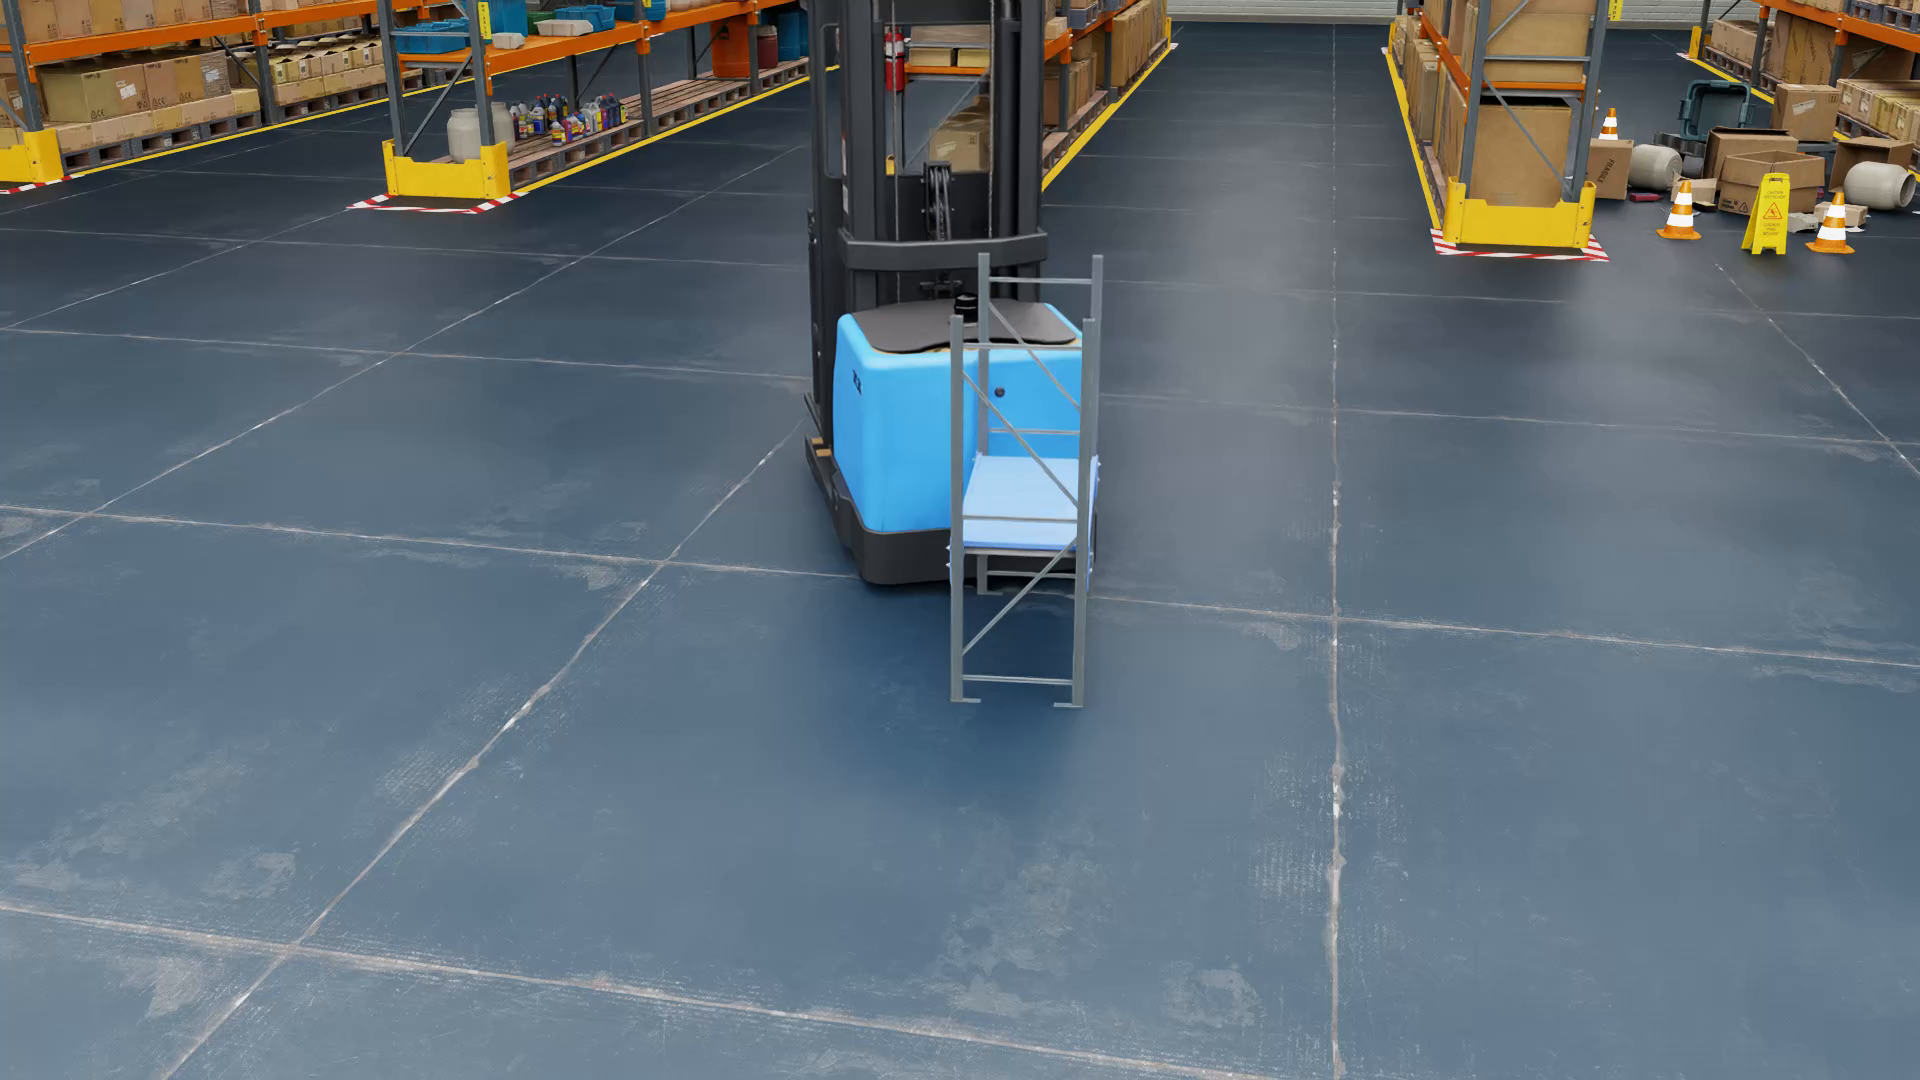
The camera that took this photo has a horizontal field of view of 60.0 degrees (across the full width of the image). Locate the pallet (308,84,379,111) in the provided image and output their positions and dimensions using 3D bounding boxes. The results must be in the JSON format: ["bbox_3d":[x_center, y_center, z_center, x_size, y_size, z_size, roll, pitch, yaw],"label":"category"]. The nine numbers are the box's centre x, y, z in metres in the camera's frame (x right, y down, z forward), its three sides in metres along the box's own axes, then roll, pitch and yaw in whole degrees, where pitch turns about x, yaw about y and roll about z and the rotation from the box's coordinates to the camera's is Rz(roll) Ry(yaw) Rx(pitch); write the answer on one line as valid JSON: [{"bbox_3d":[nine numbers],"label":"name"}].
[{"bbox_3d":[-8.627,-6.009,22.491,1.003,0.211,1.213,4,22,11],"label":"pallet"}]

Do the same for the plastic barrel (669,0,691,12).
[{"bbox_3d":[-3.578,-6.868,20.710,0.433,0.535,0.433,0,22,0],"label":"plastic barrel"}]

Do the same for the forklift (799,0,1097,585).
[{"bbox_3d":[-0.203,-1.686,8.117,1.130,2.935,3.031,-5,22,-11],"label":"forklift"}]

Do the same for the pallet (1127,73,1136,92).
[{"bbox_3d":[2.013,-6.723,24.264,1.003,0.211,1.213,4,22,11],"label":"pallet"}]

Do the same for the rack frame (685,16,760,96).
[{"bbox_3d":[-3.321,-7.666,22.874,1.000,3.000,0.127,4,22,11],"label":"rack frame"}]

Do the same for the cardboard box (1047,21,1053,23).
[{"bbox_3d":[0.785,-5.431,17.659,0.380,0.149,0.250,4,22,11],"label":"cardboard box"}]

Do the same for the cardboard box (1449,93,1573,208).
[{"bbox_3d":[4.804,-3.410,14.588,0.875,0.875,0.875,5,22,11],"label":"cardboard box"}]

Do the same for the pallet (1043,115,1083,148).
[{"bbox_3d":[0.869,-4.817,19.532,1.003,0.211,1.213,4,22,11],"label":"pallet"}]

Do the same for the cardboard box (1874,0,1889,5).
[{"bbox_3d":[10.713,-6.211,19.033,0.380,0.149,0.250,5,22,11],"label":"cardboard box"}]

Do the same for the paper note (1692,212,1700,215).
[{"bbox_3d":[6.704,-2.999,15.261,0.144,0.017,0.142,13,25,29],"label":"paper note"}]

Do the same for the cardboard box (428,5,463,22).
[{"bbox_3d":[-7.997,-8.193,25.935,0.500,0.250,0.500,4,22,10],"label":"cardboard box"}]

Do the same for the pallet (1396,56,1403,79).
[{"bbox_3d":[7.281,-7.292,25.676,1.003,0.211,1.213,4,22,11],"label":"pallet"}]

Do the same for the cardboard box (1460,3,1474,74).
[{"bbox_3d":[4.852,-4.360,14.462,0.875,0.550,0.550,4,22,11],"label":"cardboard box"}]

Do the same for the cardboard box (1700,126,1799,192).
[{"bbox_3d":[7.659,-3.691,16.162,0.797,0.637,0.503,4,22,11],"label":"cardboard box"}]

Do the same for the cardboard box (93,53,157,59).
[{"bbox_3d":[-9.591,-5.338,19.208,0.500,0.500,0.500,4,22,11],"label":"cardboard box"}]

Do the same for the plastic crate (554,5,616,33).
[{"bbox_3d":[-4.098,-5.709,18.213,0.499,0.251,0.616,4,22,11],"label":"plastic crate"}]

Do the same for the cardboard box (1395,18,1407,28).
[{"bbox_3d":[7.440,-8.590,27.625,0.380,0.149,0.250,4,22,11],"label":"cardboard box"}]

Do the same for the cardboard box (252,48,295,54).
[{"bbox_3d":[-8.980,-6.305,21.862,0.500,0.311,0.500,4,22,11],"label":"cardboard box"}]

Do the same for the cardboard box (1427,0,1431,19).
[{"bbox_3d":[5.802,-6.406,19.611,0.500,0.500,0.500,4,22,11],"label":"cardboard box"}]

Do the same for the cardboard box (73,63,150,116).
[{"bbox_3d":[-9.285,-4.933,18.201,0.500,0.500,0.500,4,22,11],"label":"cardboard box"}]

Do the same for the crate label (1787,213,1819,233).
[{"bbox_3d":[7.365,-2.788,14.593,0.250,0.136,0.298,-7,23,-17],"label":"crate label"}]

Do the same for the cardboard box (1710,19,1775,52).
[{"bbox_3d":[12.825,-8.217,27.107,0.875,0.438,0.875,4,22,9],"label":"cardboard box"}]

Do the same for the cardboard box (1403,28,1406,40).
[{"bbox_3d":[7.053,-7.823,25.721,0.380,0.149,0.250,4,22,10],"label":"cardboard box"}]

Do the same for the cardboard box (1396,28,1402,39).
[{"bbox_3d":[7.404,-8.360,27.453,0.380,0.149,0.250,5,23,13],"label":"cardboard box"}]

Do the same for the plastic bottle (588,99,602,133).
[{"bbox_3d":[-4.092,-4.733,18.548,0.144,0.351,0.185,4,22,11],"label":"plastic bottle"}]

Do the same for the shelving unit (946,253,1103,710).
[{"bbox_3d":[0.270,-0.261,6.494,0.538,1.500,1.048,2,22,6],"label":"shelving unit"}]

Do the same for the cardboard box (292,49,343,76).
[{"bbox_3d":[-8.446,-6.266,21.765,0.500,0.311,0.500,4,22,9],"label":"cardboard box"}]

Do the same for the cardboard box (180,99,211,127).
[{"bbox_3d":[-9.066,-4.950,19.246,0.500,0.250,0.500,4,22,11],"label":"cardboard box"}]

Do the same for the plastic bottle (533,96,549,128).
[{"bbox_3d":[-4.747,-4.846,18.829,0.144,0.351,0.185,4,22,9],"label":"plastic bottle"}]

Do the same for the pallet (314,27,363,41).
[{"bbox_3d":[-11.725,-9.311,30.689,1.003,0.211,1.213,4,22,11],"label":"pallet"}]

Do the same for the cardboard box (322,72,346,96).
[{"bbox_3d":[-8.452,-6.007,21.872,0.500,0.250,0.500,4,22,9],"label":"cardboard box"}]

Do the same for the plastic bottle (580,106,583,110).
[{"bbox_3d":[-4.197,-4.700,18.556,0.061,0.283,0.133,4,22,11],"label":"plastic bottle"}]

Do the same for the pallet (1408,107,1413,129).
[{"bbox_3d":[6.128,-5.298,20.725,1.003,0.211,1.213,4,22,11],"label":"pallet"}]

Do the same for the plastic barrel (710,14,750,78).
[{"bbox_3d":[-3.238,-7.035,23.649,0.600,0.830,0.708,4,22,11],"label":"plastic barrel"}]

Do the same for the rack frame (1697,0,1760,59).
[{"bbox_3d":[12.861,-9.459,27.325,1.000,3.000,0.127,4,22,11],"label":"rack frame"}]

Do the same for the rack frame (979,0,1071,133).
[{"bbox_3d":[0.711,-5.826,18.304,1.000,3.000,0.127,4,22,11],"label":"rack frame"}]

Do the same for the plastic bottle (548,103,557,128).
[{"bbox_3d":[-4.620,-4.816,18.860,0.097,0.271,0.097,0,22,0],"label":"plastic bottle"}]

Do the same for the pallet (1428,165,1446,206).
[{"bbox_3d":[5.068,-3.398,16.008,1.003,0.211,1.213,4,22,11],"label":"pallet"}]

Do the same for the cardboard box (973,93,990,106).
[{"bbox_3d":[0.481,-4.508,17.816,0.500,0.500,0.500,12,25,28],"label":"cardboard box"}]

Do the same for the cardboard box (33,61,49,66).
[{"bbox_3d":[-13.408,-6.836,23.568,0.700,0.500,0.500,4,22,11],"label":"cardboard box"}]

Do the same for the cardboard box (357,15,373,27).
[{"bbox_3d":[-11.534,-9.936,31.293,0.700,0.500,0.500,4,22,11],"label":"cardboard box"}]

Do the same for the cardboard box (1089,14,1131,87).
[{"bbox_3d":[1.689,-6.749,22.878,1.225,0.875,0.875,3,22,8],"label":"cardboard box"}]

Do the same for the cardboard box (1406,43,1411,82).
[{"bbox_3d":[6.442,-6.554,22.896,0.500,0.500,0.500,3,22,9],"label":"cardboard box"}]

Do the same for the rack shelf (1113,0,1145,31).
[{"bbox_3d":[1.936,-7.687,23.887,1.077,0.370,4.000,4,22,11],"label":"rack shelf"}]

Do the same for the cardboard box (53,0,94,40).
[{"bbox_3d":[-9.592,-5.528,17.431,0.700,0.500,0.500,5,22,12],"label":"cardboard box"}]

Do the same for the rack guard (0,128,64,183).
[{"bbox_3d":[-9.807,-3.951,16.996,1.175,0.500,0.348,4,22,11],"label":"rack guard"}]

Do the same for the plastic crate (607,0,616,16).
[{"bbox_3d":[-4.338,-6.434,19.727,0.402,0.464,0.583,4,22,11],"label":"plastic crate"}]

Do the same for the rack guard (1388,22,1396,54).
[{"bbox_3d":[7.979,-8.612,28.569,1.175,0.500,0.348,4,22,11],"label":"rack guard"}]

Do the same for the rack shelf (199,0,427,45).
[{"bbox_3d":[-8.578,-6.980,22.133,1.077,0.370,4.000,4,22,11],"label":"rack shelf"}]

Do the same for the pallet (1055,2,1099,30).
[{"bbox_3d":[1.010,-6.005,19.007,1.003,0.211,1.213,4,22,11],"label":"pallet"}]

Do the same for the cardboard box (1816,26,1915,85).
[{"bbox_3d":[11.451,-5.989,20.991,0.875,0.875,0.875,4,22,10],"label":"cardboard box"}]

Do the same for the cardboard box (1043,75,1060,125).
[{"bbox_3d":[0.858,-5.094,19.243,0.700,0.500,0.500,3,22,7],"label":"cardboard box"}]

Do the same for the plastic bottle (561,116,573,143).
[{"bbox_3d":[-4.215,-4.405,17.824,0.061,0.283,0.133,5,22,12],"label":"plastic bottle"}]

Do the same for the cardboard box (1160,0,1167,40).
[{"bbox_3d":[3.108,-9.184,28.923,0.875,0.875,0.875,4,22,11],"label":"cardboard box"}]

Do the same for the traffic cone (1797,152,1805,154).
[{"bbox_3d":[9.295,-4.454,18.293,0.336,0.463,0.334,4,22,11],"label":"traffic cone"}]
